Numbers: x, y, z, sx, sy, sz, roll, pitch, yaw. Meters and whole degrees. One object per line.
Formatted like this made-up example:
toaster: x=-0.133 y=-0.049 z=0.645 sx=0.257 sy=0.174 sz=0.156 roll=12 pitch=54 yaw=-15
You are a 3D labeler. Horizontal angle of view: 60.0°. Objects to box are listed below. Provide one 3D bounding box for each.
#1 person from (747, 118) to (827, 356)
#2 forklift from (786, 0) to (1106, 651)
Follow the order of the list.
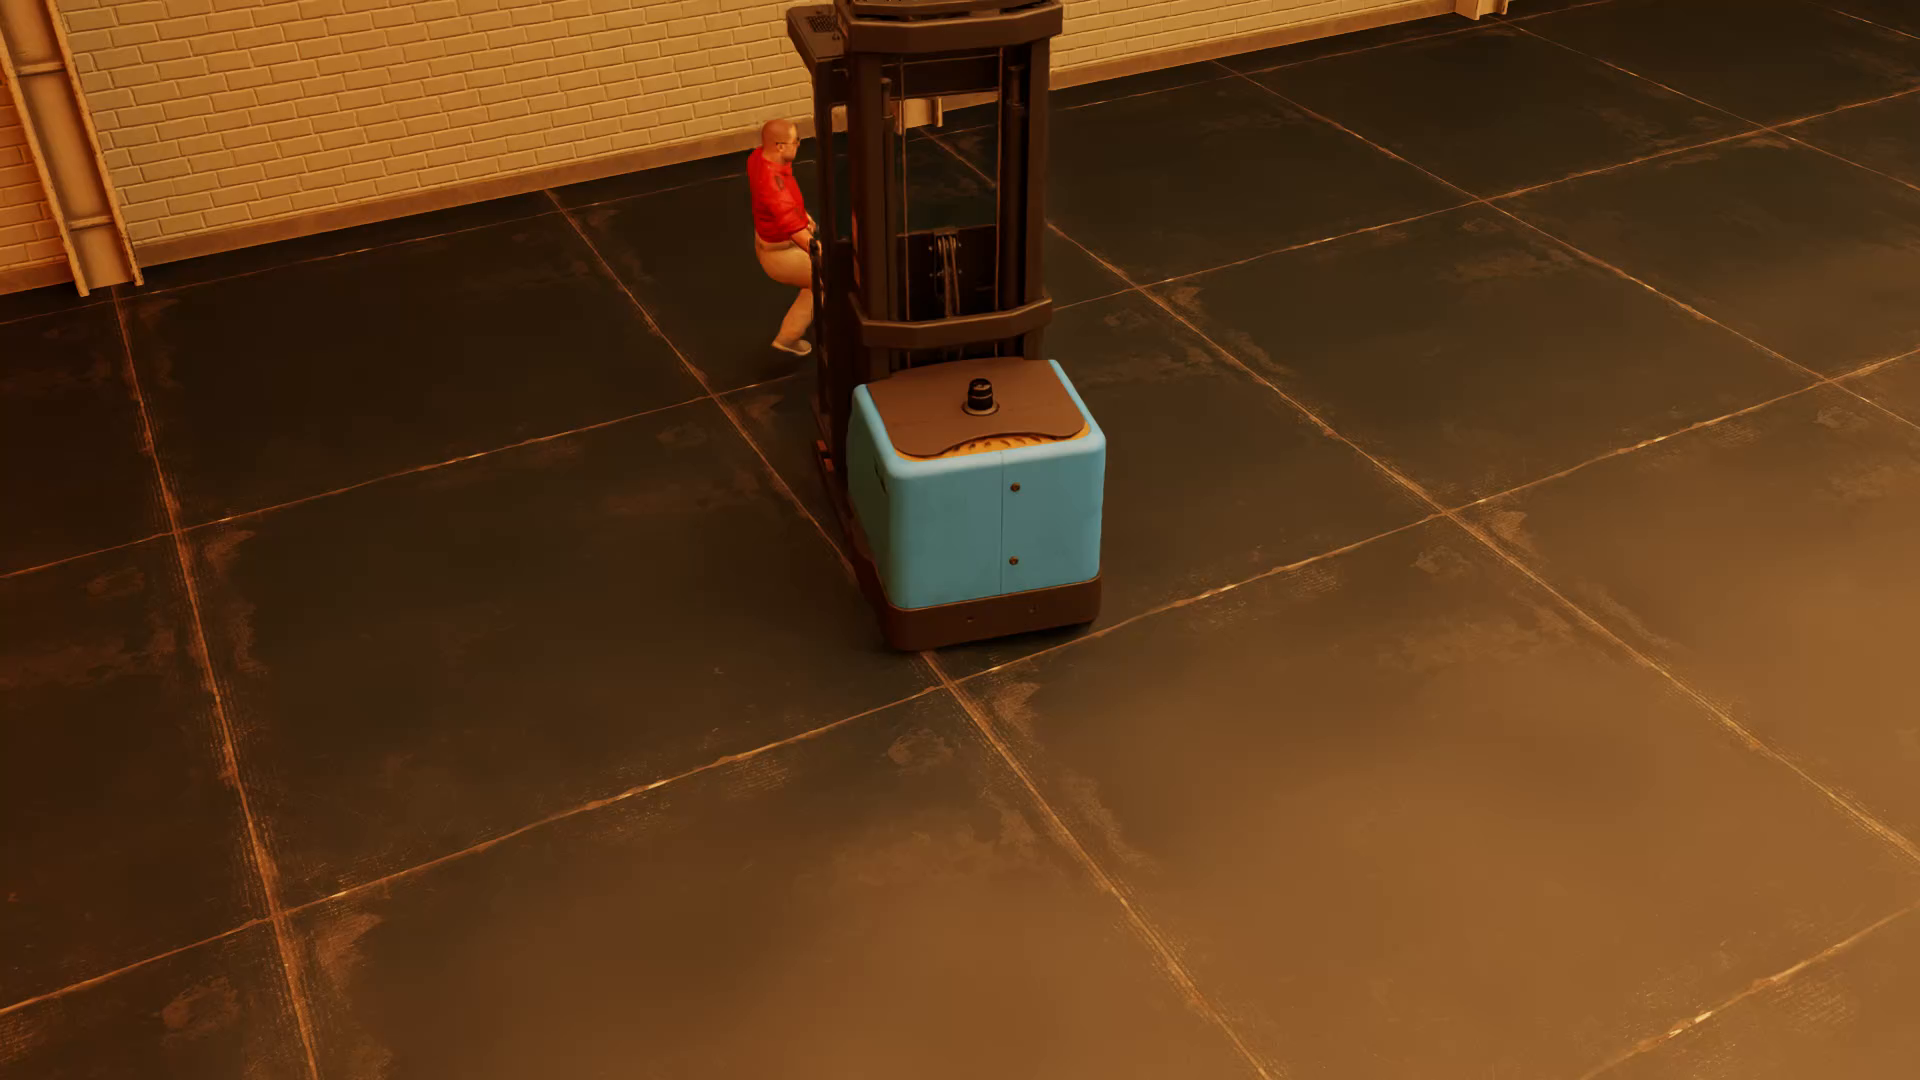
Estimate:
person: x=-0.862 y=-1.708 z=9.608 sx=0.627 sy=1.547 sz=0.777 roll=-9 pitch=36 yaw=-13
forklift: x=-0.196 y=-1.525 z=8.281 sx=1.130 sy=2.935 sz=3.031 roll=-9 pitch=36 yaw=-12
